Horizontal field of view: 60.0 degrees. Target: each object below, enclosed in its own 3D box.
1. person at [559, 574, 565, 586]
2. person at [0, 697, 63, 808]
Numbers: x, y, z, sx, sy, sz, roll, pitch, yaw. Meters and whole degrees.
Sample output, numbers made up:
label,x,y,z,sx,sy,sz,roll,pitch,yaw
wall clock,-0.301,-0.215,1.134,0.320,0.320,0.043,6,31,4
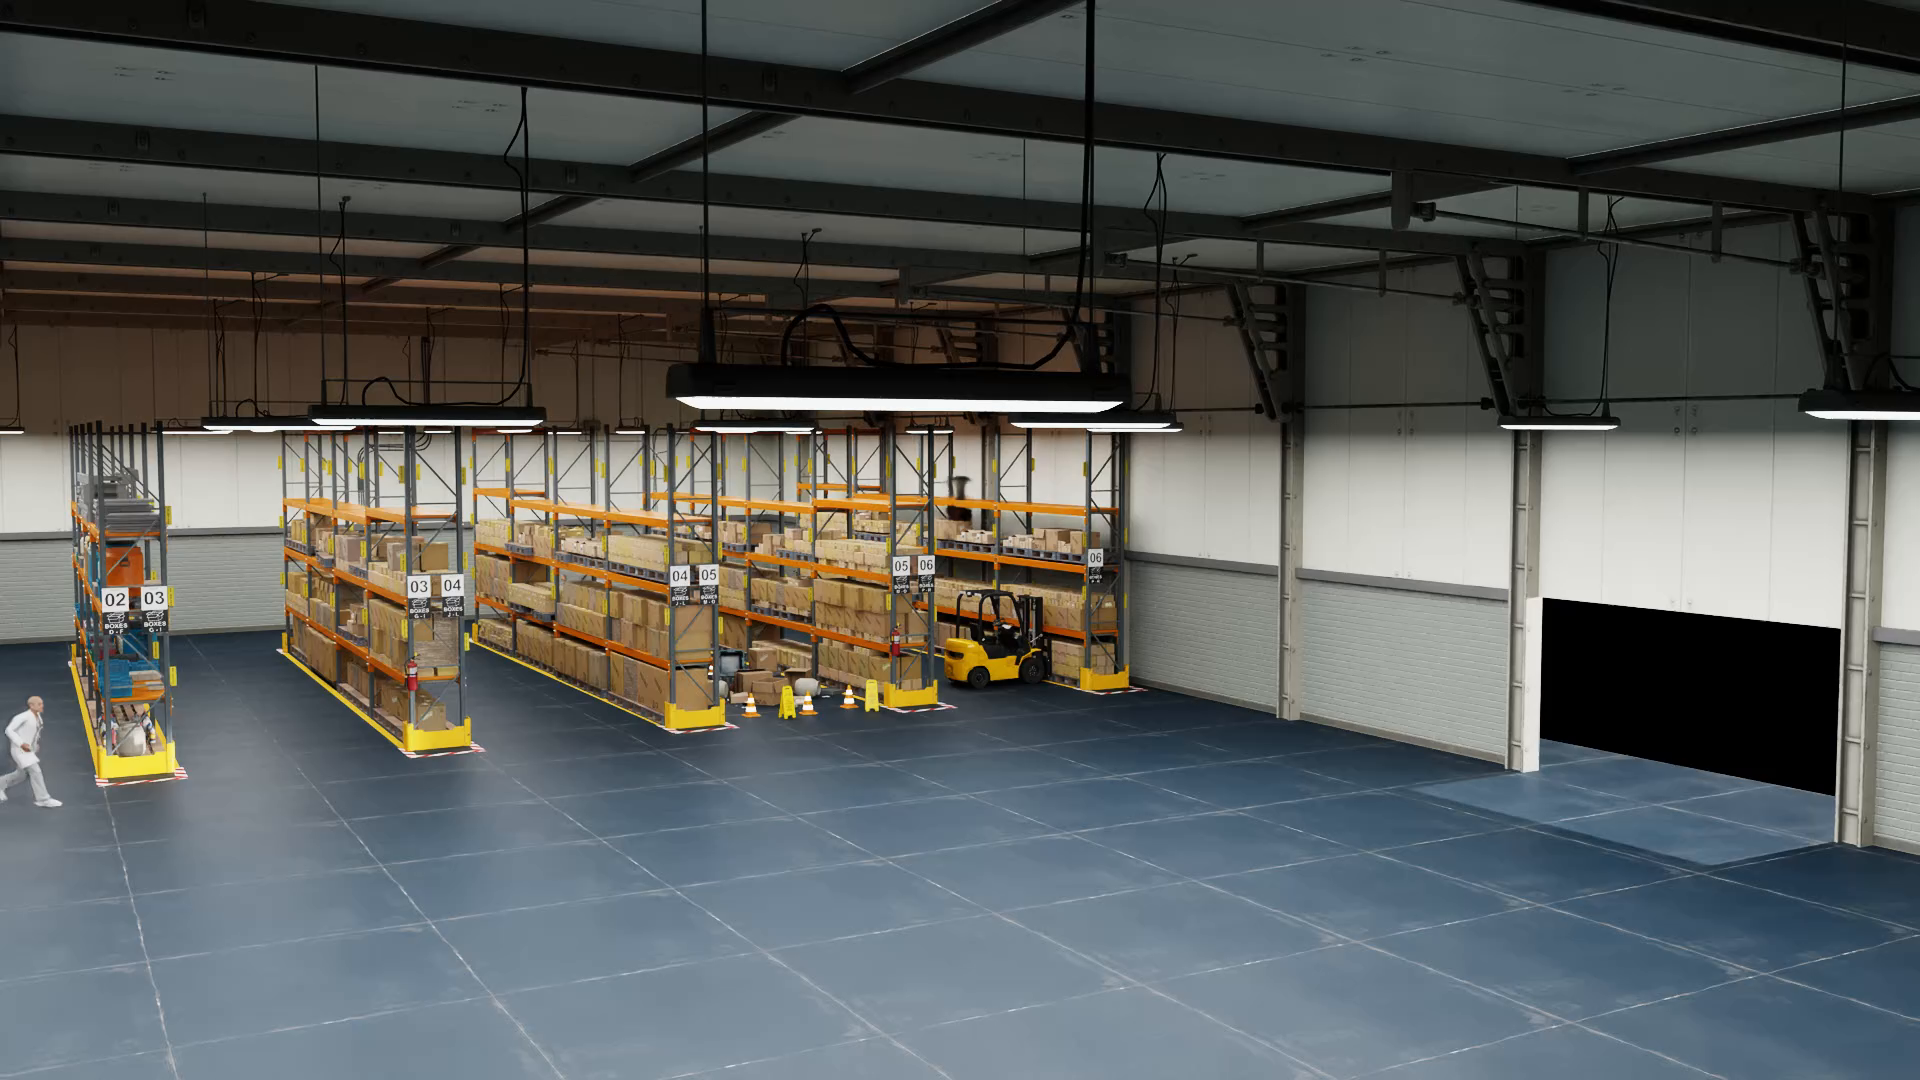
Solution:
label,x,y,z,sx,sy,sz,roll,pitch,yaw
person,-11.943,1.819,50.468,0.612,1.592,0.657,2,4,26
person,-14.421,3.279,25.596,1.023,1.735,0.719,0,4,1
